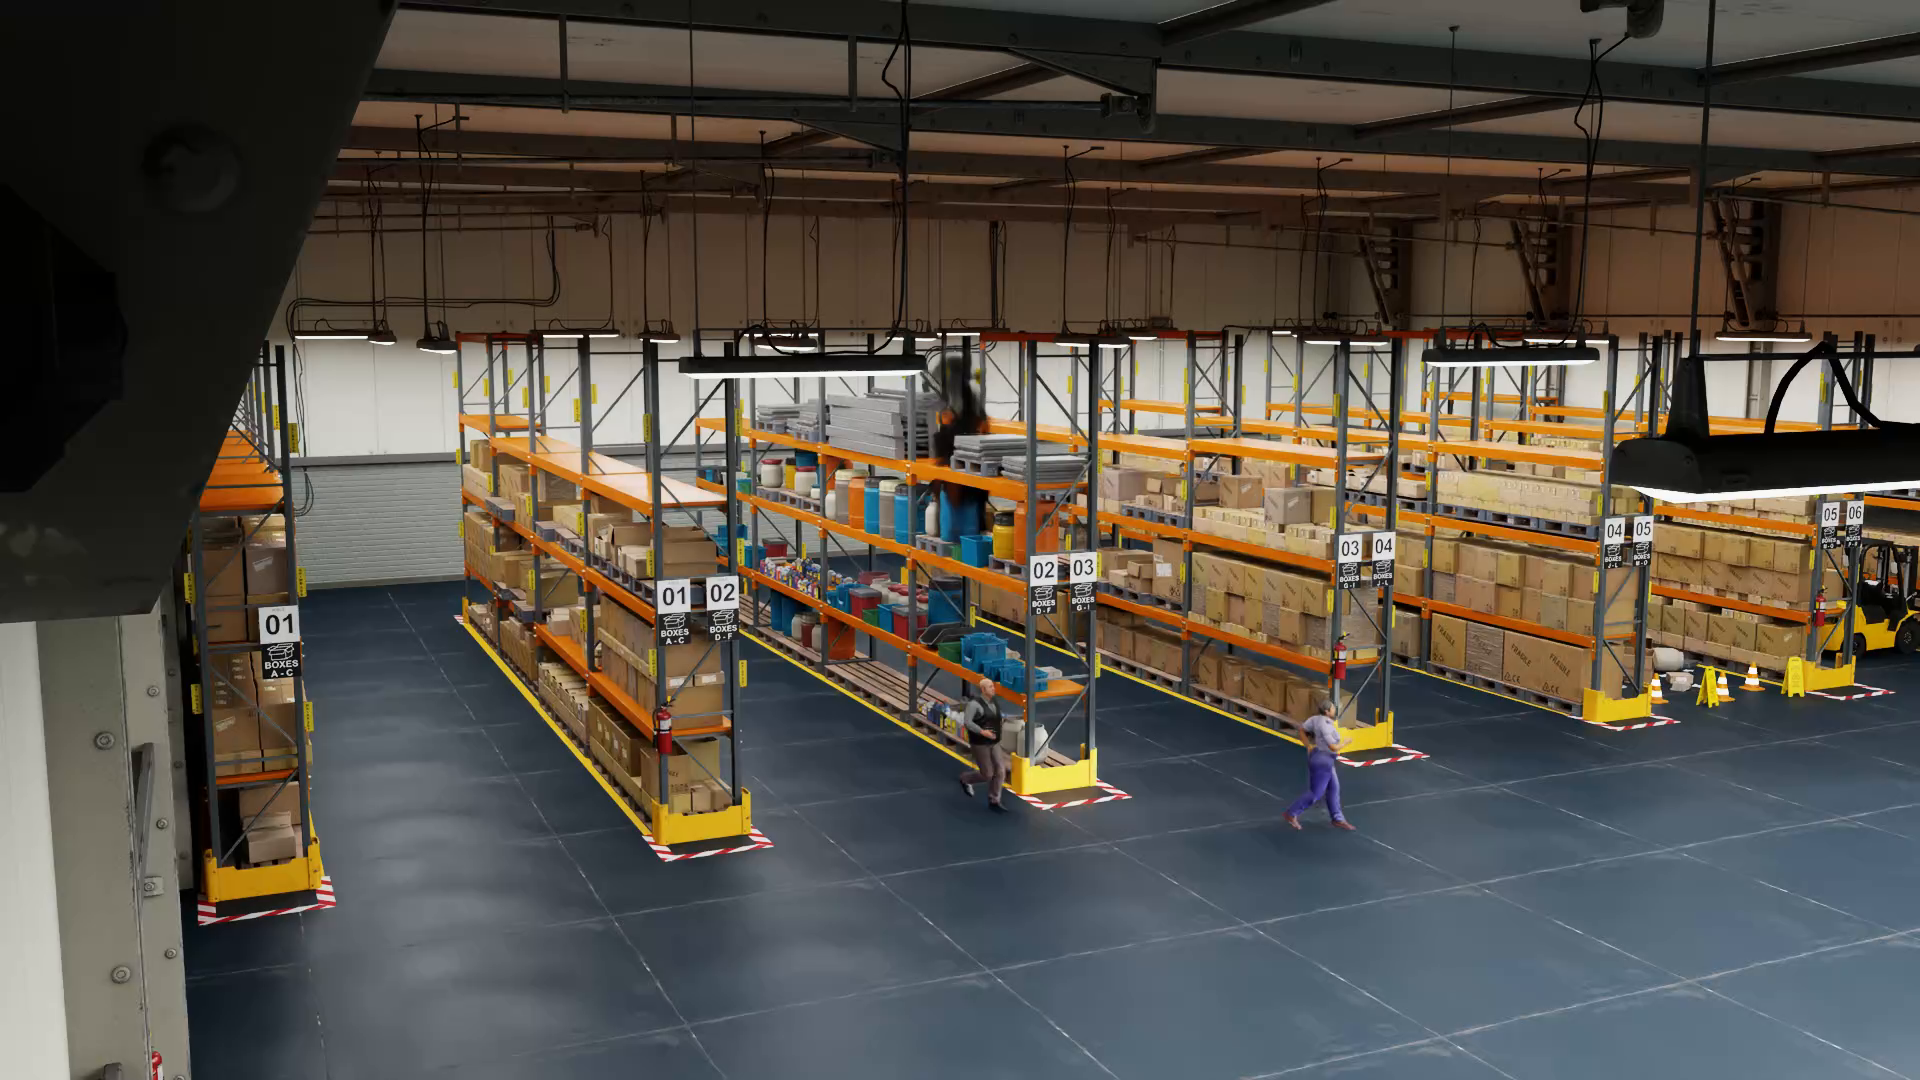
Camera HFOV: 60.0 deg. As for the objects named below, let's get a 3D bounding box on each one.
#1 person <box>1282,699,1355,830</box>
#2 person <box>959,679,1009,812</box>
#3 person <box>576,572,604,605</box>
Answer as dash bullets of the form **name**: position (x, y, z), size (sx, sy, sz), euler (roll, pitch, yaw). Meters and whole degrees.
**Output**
- **person**: position (4.410, 2.759, 20.368), size (0.933, 1.652, 0.598), euler (0, 8, -1)
- **person**: position (0.305, 2.626, 21.446), size (0.749, 1.714, 0.697), euler (7, 10, 42)
- **person**: position (-7.628, 0.890, 34.440), size (0.612, 1.620, 0.531), euler (-6, 10, -37)
